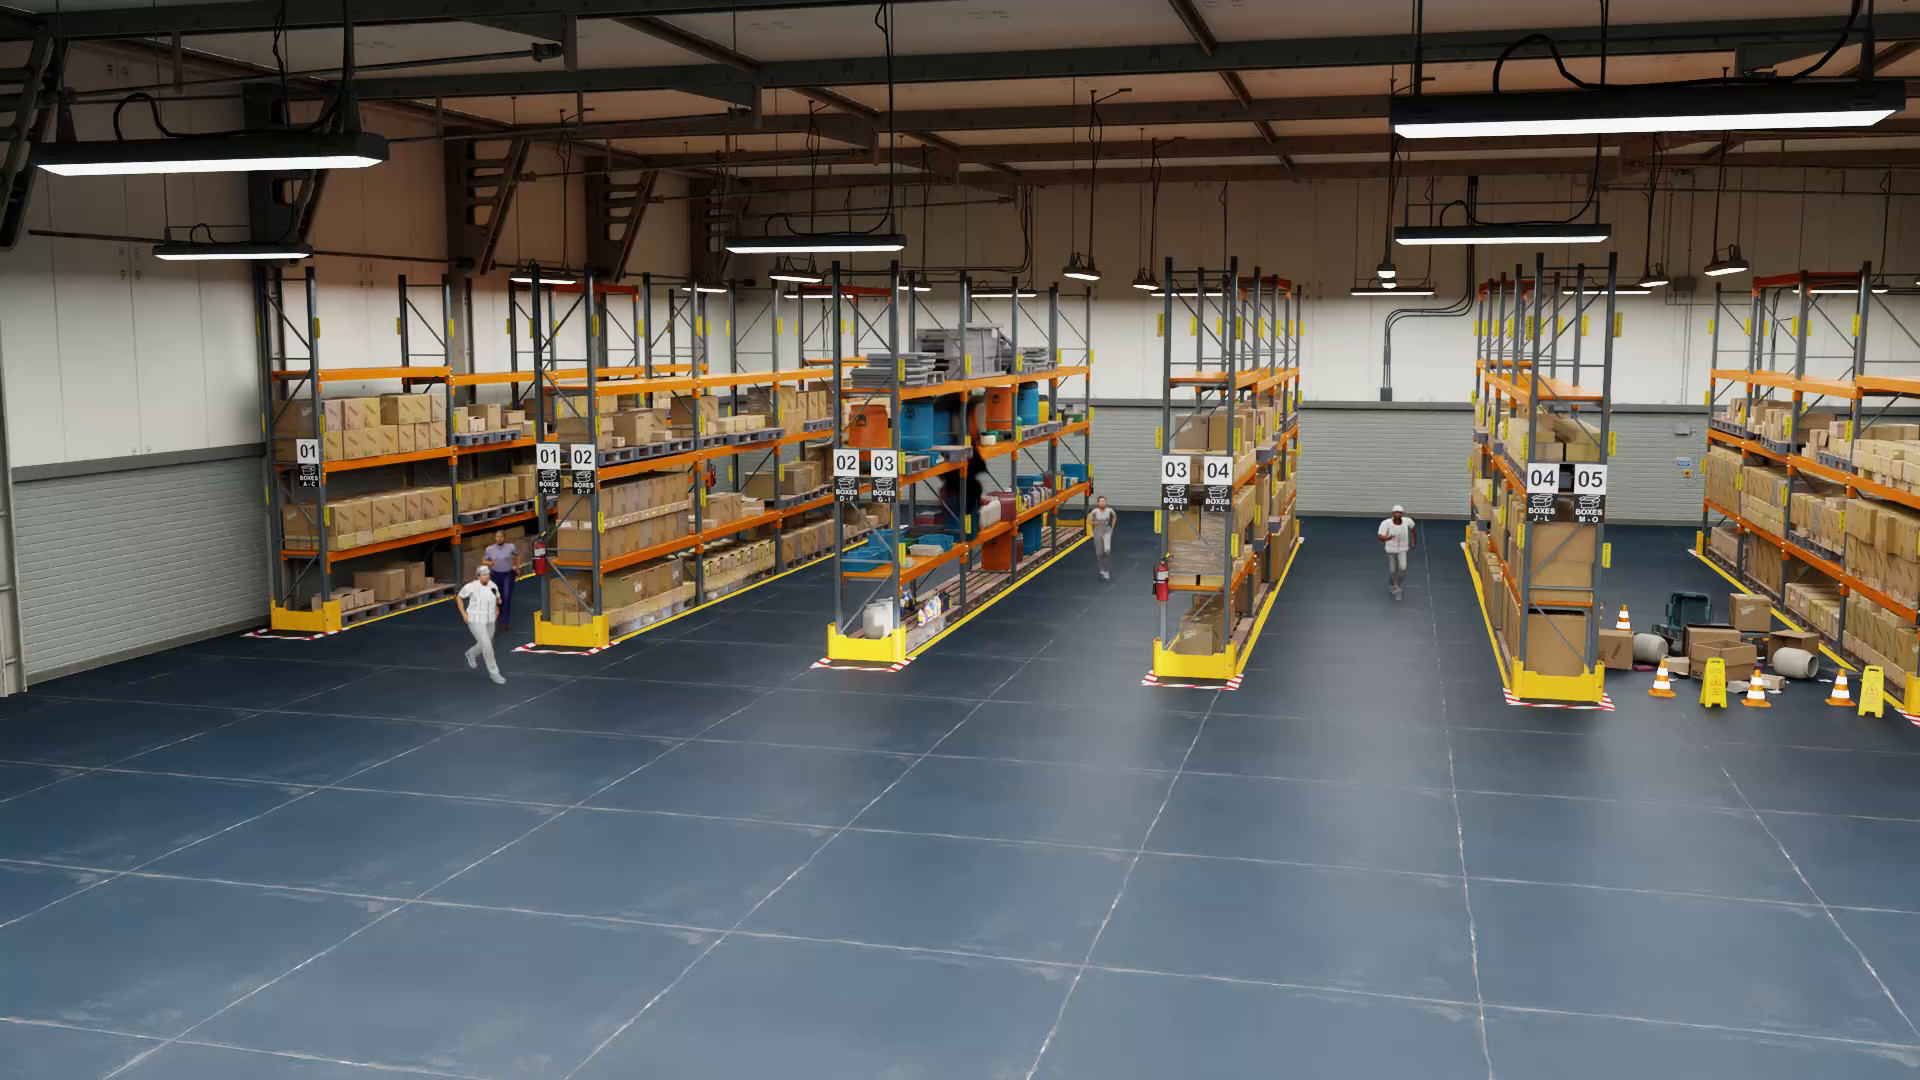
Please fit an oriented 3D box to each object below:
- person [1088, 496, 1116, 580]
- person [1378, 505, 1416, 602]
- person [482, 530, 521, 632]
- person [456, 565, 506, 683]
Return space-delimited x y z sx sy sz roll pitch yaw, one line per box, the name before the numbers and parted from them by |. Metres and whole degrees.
person | 2.860 -0.056 33.492 0.548 1.686 0.770 1 7 8
person | 8.106 0.229 30.870 0.728 1.789 0.839 1 7 6
person | -7.655 0.644 27.796 0.598 1.652 0.933 -1 7 -7
person | -6.856 1.177 23.825 0.964 1.668 0.629 6 10 41
